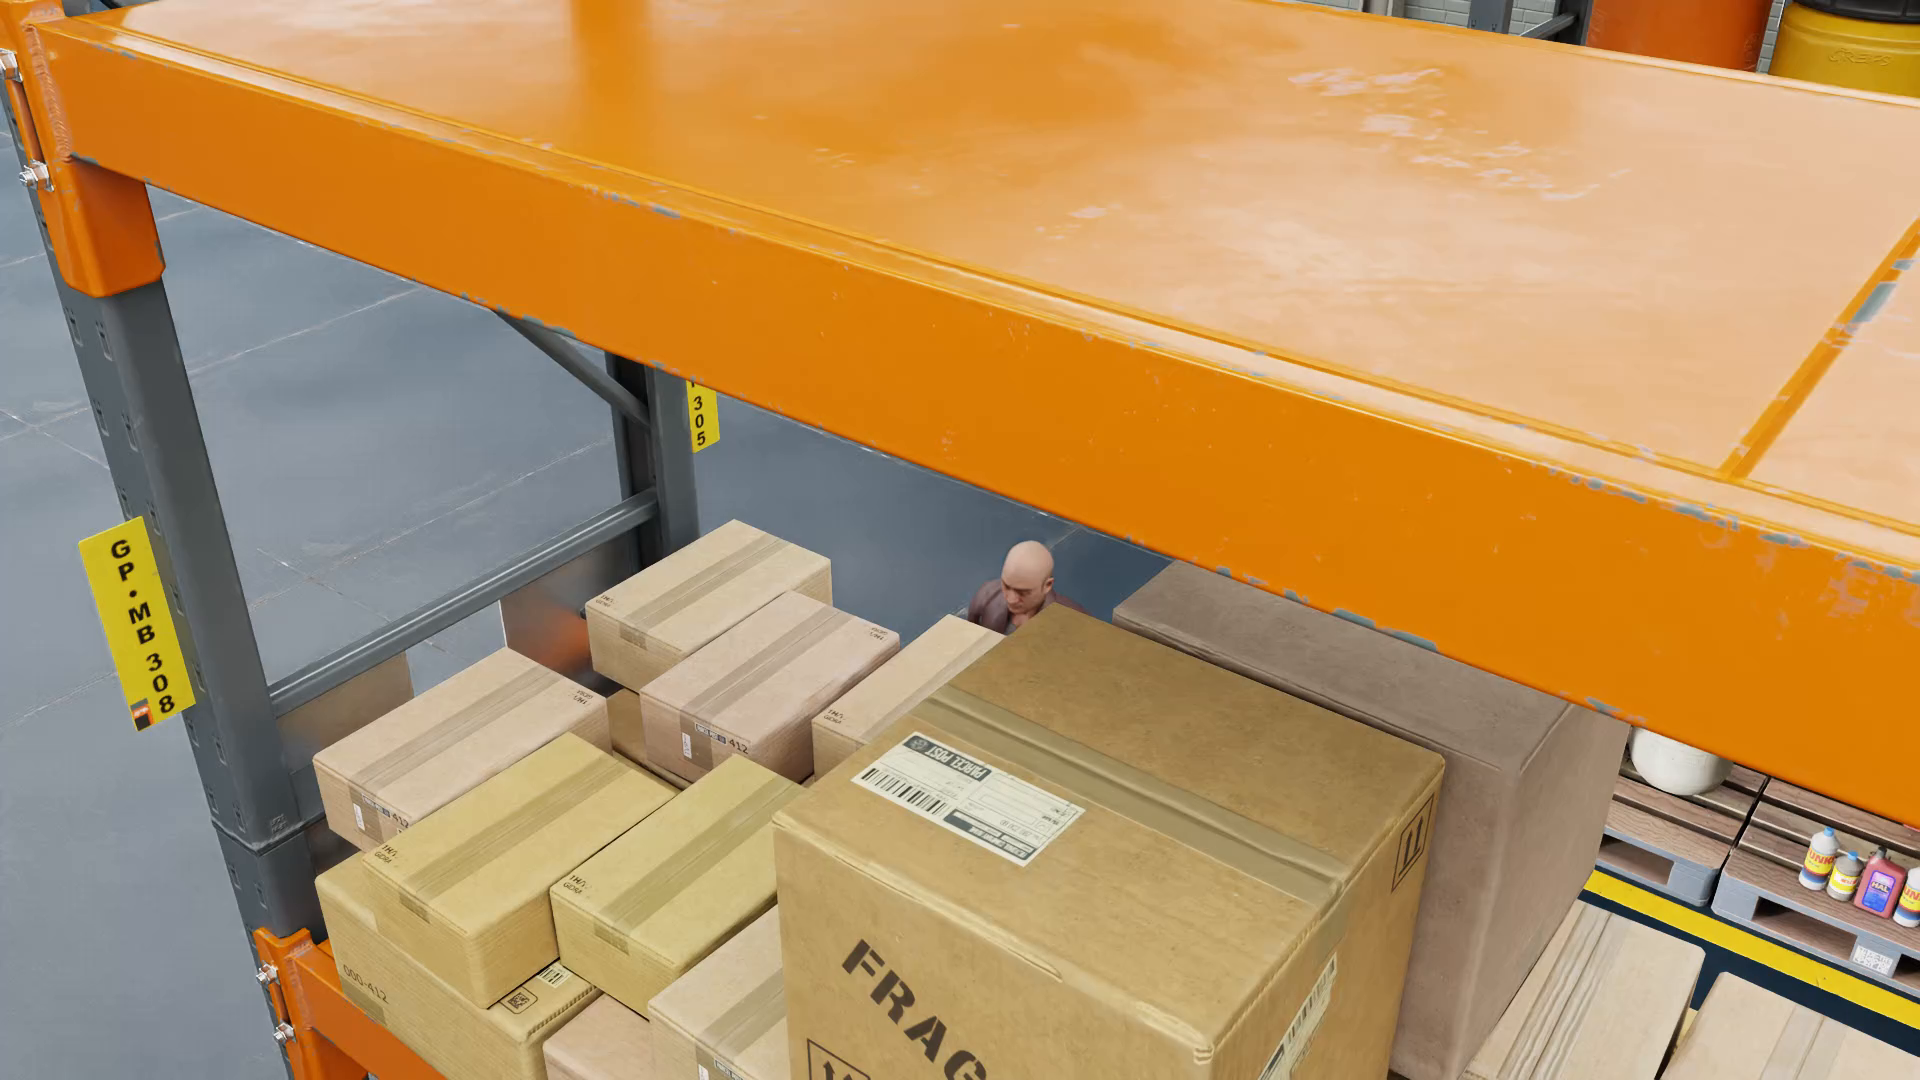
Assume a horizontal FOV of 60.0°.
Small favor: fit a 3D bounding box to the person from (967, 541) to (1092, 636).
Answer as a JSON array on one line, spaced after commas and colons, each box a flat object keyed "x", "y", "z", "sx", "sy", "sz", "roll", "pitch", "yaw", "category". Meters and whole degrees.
[{"x": 0.248, "y": 0.754, "z": 6.368, "sx": 0.643, "sy": 1.772, "sz": 0.429, "roll": 19, "pitch": 36, "yaw": 29, "category": "person"}]
